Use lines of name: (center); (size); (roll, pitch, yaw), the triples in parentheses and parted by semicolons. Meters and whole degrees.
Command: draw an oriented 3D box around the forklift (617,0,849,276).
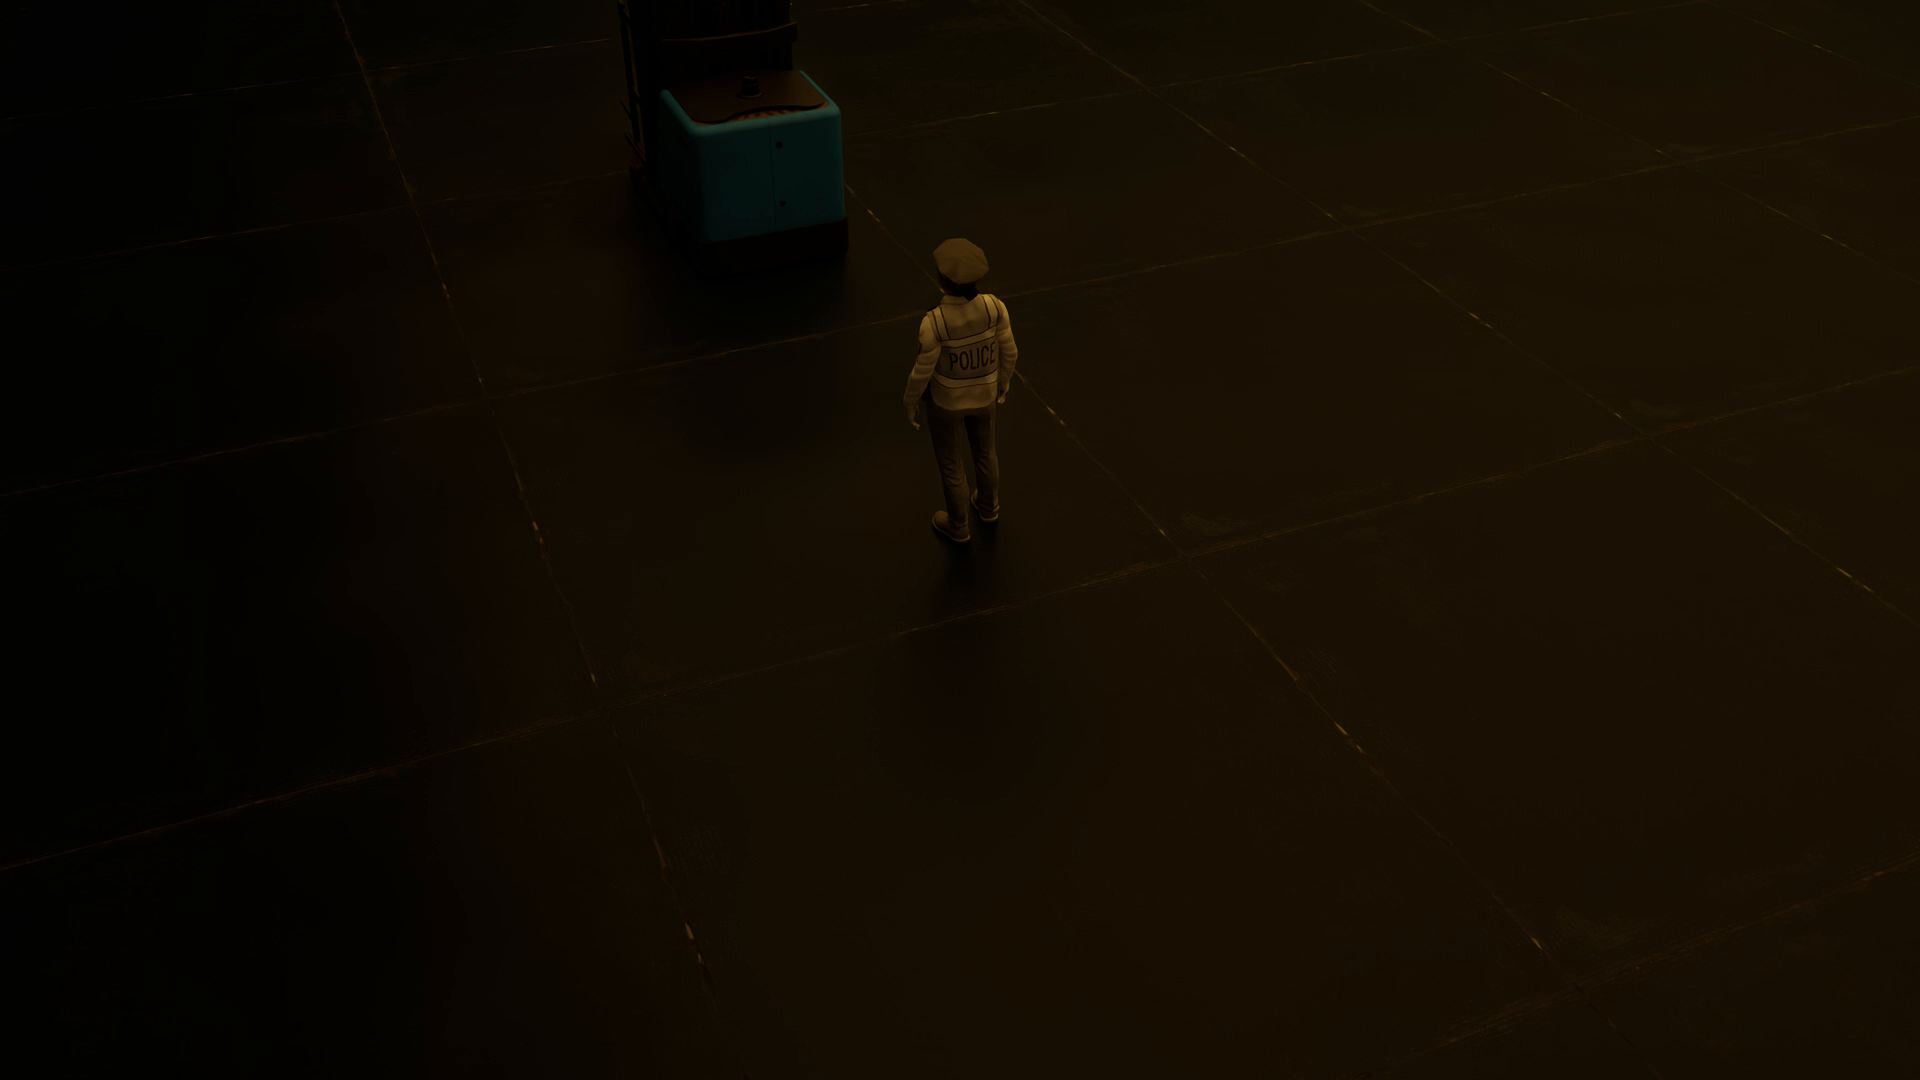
forklift: (-1.790, -3.778, 11.412); (1.130, 2.935, 3.031); (-14, 38, -18)

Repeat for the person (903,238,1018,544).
person: (-0.021, -0.735, 8.187); (0.586, 1.694, 0.530); (-14, 38, -19)
